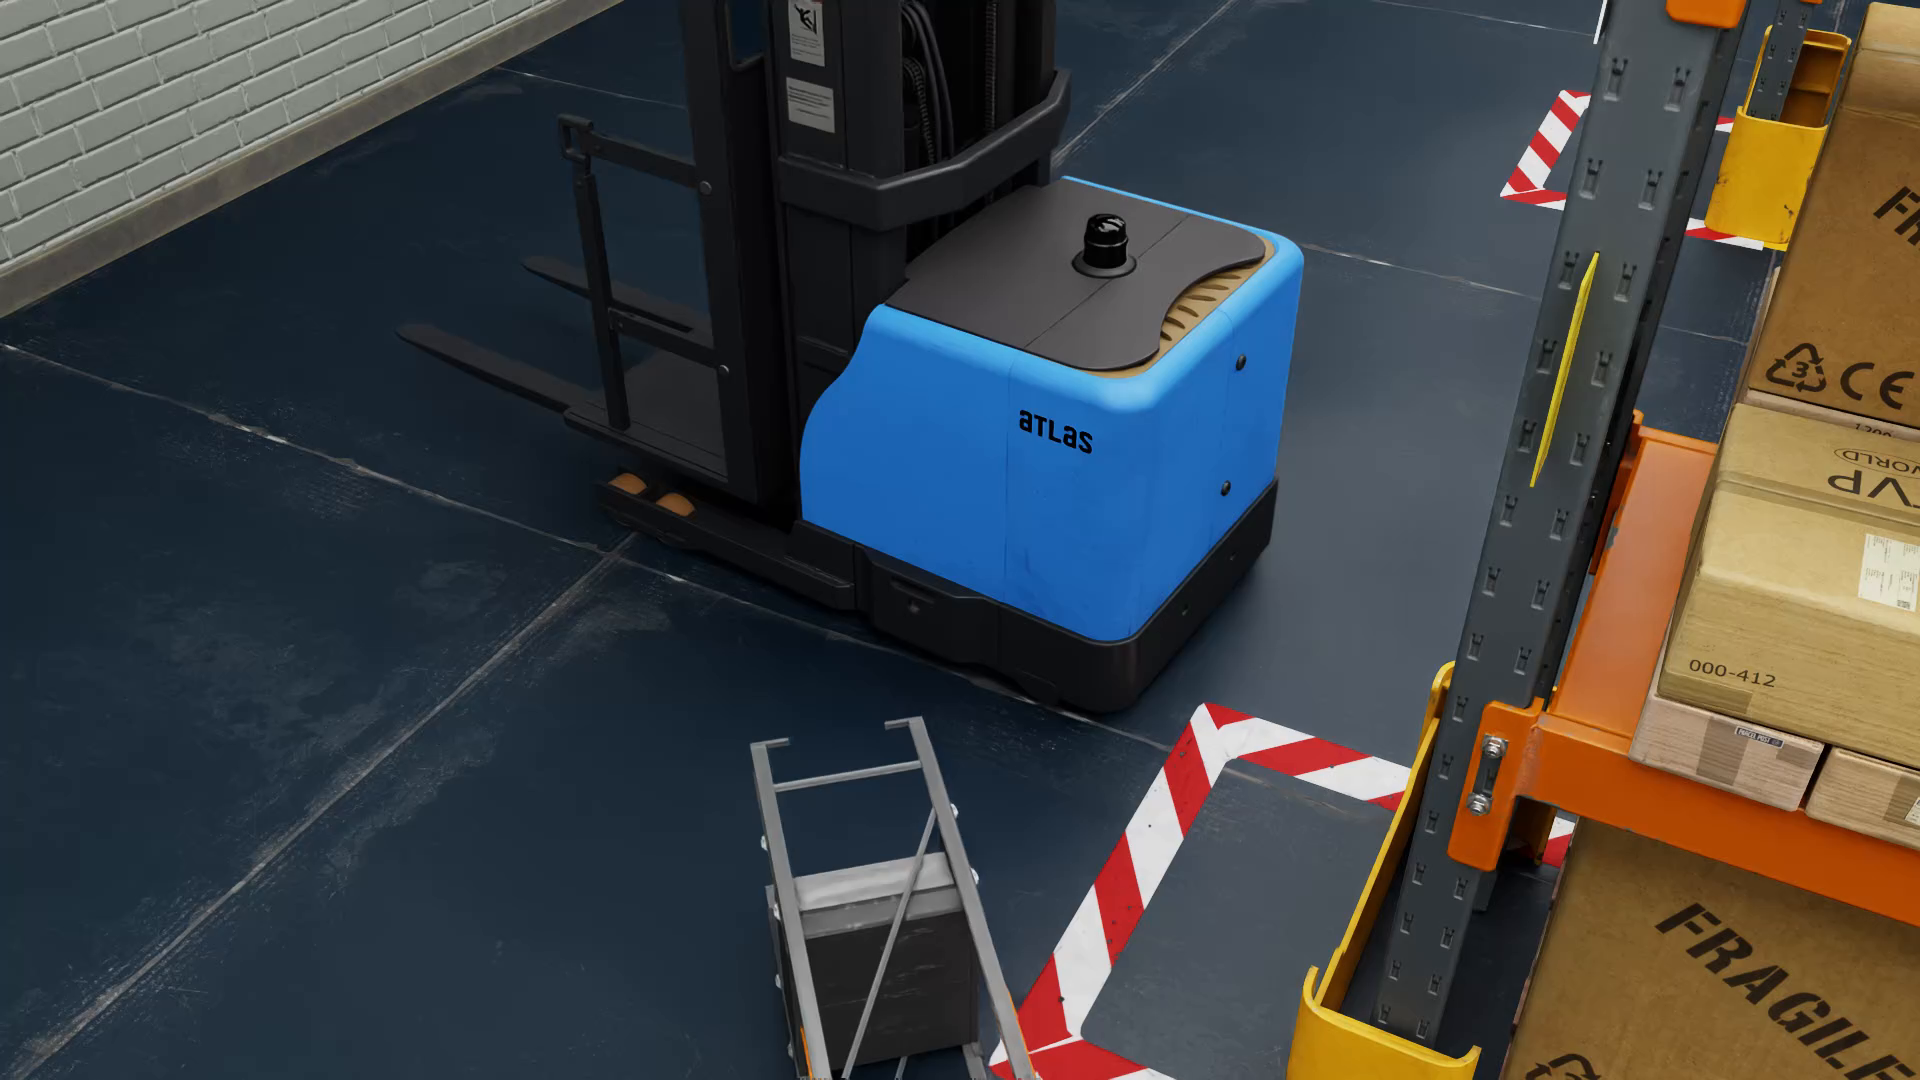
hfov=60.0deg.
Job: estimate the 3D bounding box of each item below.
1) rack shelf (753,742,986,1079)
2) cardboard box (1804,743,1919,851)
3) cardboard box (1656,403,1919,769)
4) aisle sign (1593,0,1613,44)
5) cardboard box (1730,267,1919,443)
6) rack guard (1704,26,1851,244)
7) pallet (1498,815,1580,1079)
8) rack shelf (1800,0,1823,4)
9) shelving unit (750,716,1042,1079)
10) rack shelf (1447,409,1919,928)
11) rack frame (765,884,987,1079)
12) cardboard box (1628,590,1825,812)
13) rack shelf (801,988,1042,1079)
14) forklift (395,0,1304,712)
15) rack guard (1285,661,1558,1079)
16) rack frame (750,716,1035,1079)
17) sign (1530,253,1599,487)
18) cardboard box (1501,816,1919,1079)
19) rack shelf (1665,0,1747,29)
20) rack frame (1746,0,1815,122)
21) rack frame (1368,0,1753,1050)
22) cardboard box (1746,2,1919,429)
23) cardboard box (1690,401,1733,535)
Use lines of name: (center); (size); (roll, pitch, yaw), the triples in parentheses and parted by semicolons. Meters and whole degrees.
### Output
rack shelf: (-0.206, 0.834, 3.709); (0.431, 0.480, 0.518); (-8, 38, -10)
cardboard box: (1.484, 0.297, 2.585); (0.250, 0.149, 0.380); (17, 40, 21)
cardboard box: (1.394, 0.070, 2.554); (0.500, 0.250, 0.500); (16, 40, 20)
aisle sign: (0.890, -1.044, 1.994); (0.004, 0.787, 0.394); (17, 41, 21)
cardboard box: (1.644, -0.216, 2.931); (0.500, 0.250, 0.500); (17, 40, 21)
rack guard: (3.530, -1.767, 7.165); (0.348, 0.500, 1.175); (17, 41, 21)
pallet: (1.838, 1.142, 3.571); (1.213, 0.211, 1.003); (17, 41, 21)
rack shelf: (5.238, -1.941, 5.922); (4.000, 0.370, 1.077); (17, 41, 21)
shelving unit: (-0.044, 1.259, 3.159); (0.431, 0.503, 2.100); (-8, 38, -10)
rack shelf: (2.868, 0.693, 2.451); (4.000, 0.370, 1.077); (17, 41, 21)
rack frame: (-0.044, 1.452, 3.309); (0.400, 0.015, 2.100); (-8, 38, -10)
cardboard box: (1.255, 0.227, 2.678); (0.250, 0.149, 0.380); (18, 41, 22)
rack shelf: (-0.047, 1.251, 3.170); (0.431, 0.480, 0.518); (-8, 38, -10)
forklift: (-0.549, -1.389, 4.656); (3.031, 2.935, 1.130); (22, 42, 26)
rack guard: (1.070, 0.840, 3.730); (0.348, 0.500, 1.175); (17, 41, 21)
rack frame: (-0.043, 1.066, 3.010); (0.400, 0.015, 2.100); (-8, 38, -10)
sign: (0.831, -0.229, 2.290); (0.005, 0.325, 0.100); (17, 41, 21)
cardboard box: (1.697, 0.665, 3.303); (0.875, 0.875, 0.875); (17, 41, 21)
rack shelf: (2.868, -0.501, 1.544); (4.000, 0.370, 1.077); (17, 41, 21)
rack frame: (3.462, -2.784, 6.437); (0.127, 3.000, 1.000); (17, 41, 21)
rack frame: (1.092, -0.149, 2.966); (0.127, 3.000, 1.000); (17, 41, 21)
cardboard box: (1.645, -0.512, 2.702); (0.500, 0.500, 0.500); (18, 41, 22)
cardboard box: (1.559, -0.127, 3.144); (0.250, 0.149, 0.380); (18, 41, 22)
